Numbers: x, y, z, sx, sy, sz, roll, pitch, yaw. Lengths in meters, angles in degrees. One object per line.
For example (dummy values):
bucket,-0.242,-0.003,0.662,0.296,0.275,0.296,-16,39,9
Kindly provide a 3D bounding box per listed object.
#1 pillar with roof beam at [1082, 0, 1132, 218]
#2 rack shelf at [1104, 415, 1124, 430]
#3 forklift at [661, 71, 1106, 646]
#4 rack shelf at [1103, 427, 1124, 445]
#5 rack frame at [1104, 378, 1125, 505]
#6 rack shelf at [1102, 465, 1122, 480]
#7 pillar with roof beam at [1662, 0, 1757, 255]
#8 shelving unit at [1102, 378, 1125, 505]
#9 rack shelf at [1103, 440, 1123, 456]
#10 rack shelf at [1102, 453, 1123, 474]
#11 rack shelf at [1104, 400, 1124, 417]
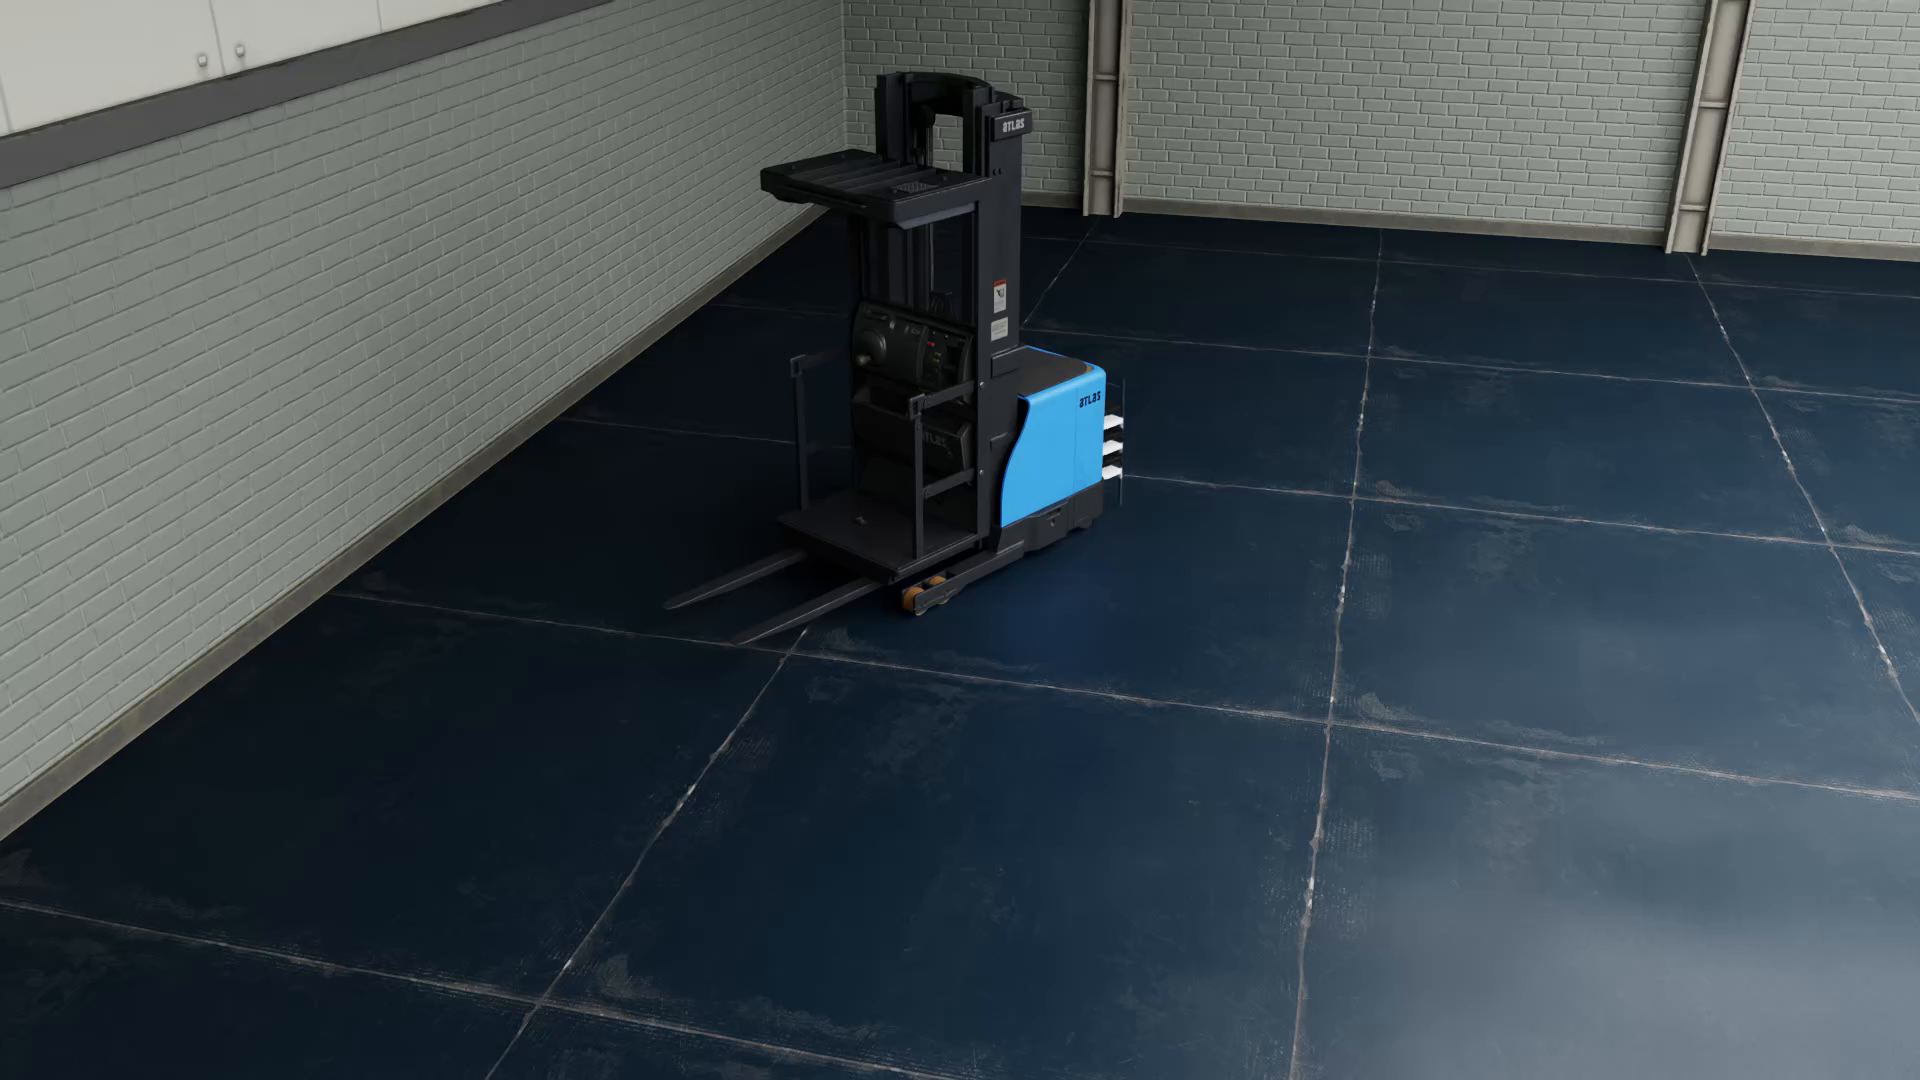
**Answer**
pillar with roof beam,0.499,-5.870,12.611,0.400,9.000,9.100,6,26,13
rack shelf,0.920,-0.780,10.994,0.200,0.077,0.258,-23,33,-39
forklift,-0.428,-1.125,9.704,1.130,2.935,3.031,22,33,38
rack shelf,0.921,-0.698,11.031,0.200,0.077,0.258,-23,33,-39
rack frame,0.995,-0.677,11.119,0.006,0.900,0.240,-23,33,-39
rack shelf,0.925,-0.453,11.144,0.200,0.077,0.258,-23,33,-39
pillar with roof beam,6.310,-5.228,11.262,0.400,9.000,9.100,6,26,13
shelving unit,0.922,-0.647,11.055,0.210,0.900,0.258,-23,33,-39
rack shelf,0.922,-0.616,11.069,0.200,0.077,0.258,-23,33,-39
rack shelf,0.923,-0.534,11.106,0.200,0.077,0.258,-23,33,-39
rack shelf,0.919,-0.862,10.956,0.200,0.077,0.258,-23,33,-39
